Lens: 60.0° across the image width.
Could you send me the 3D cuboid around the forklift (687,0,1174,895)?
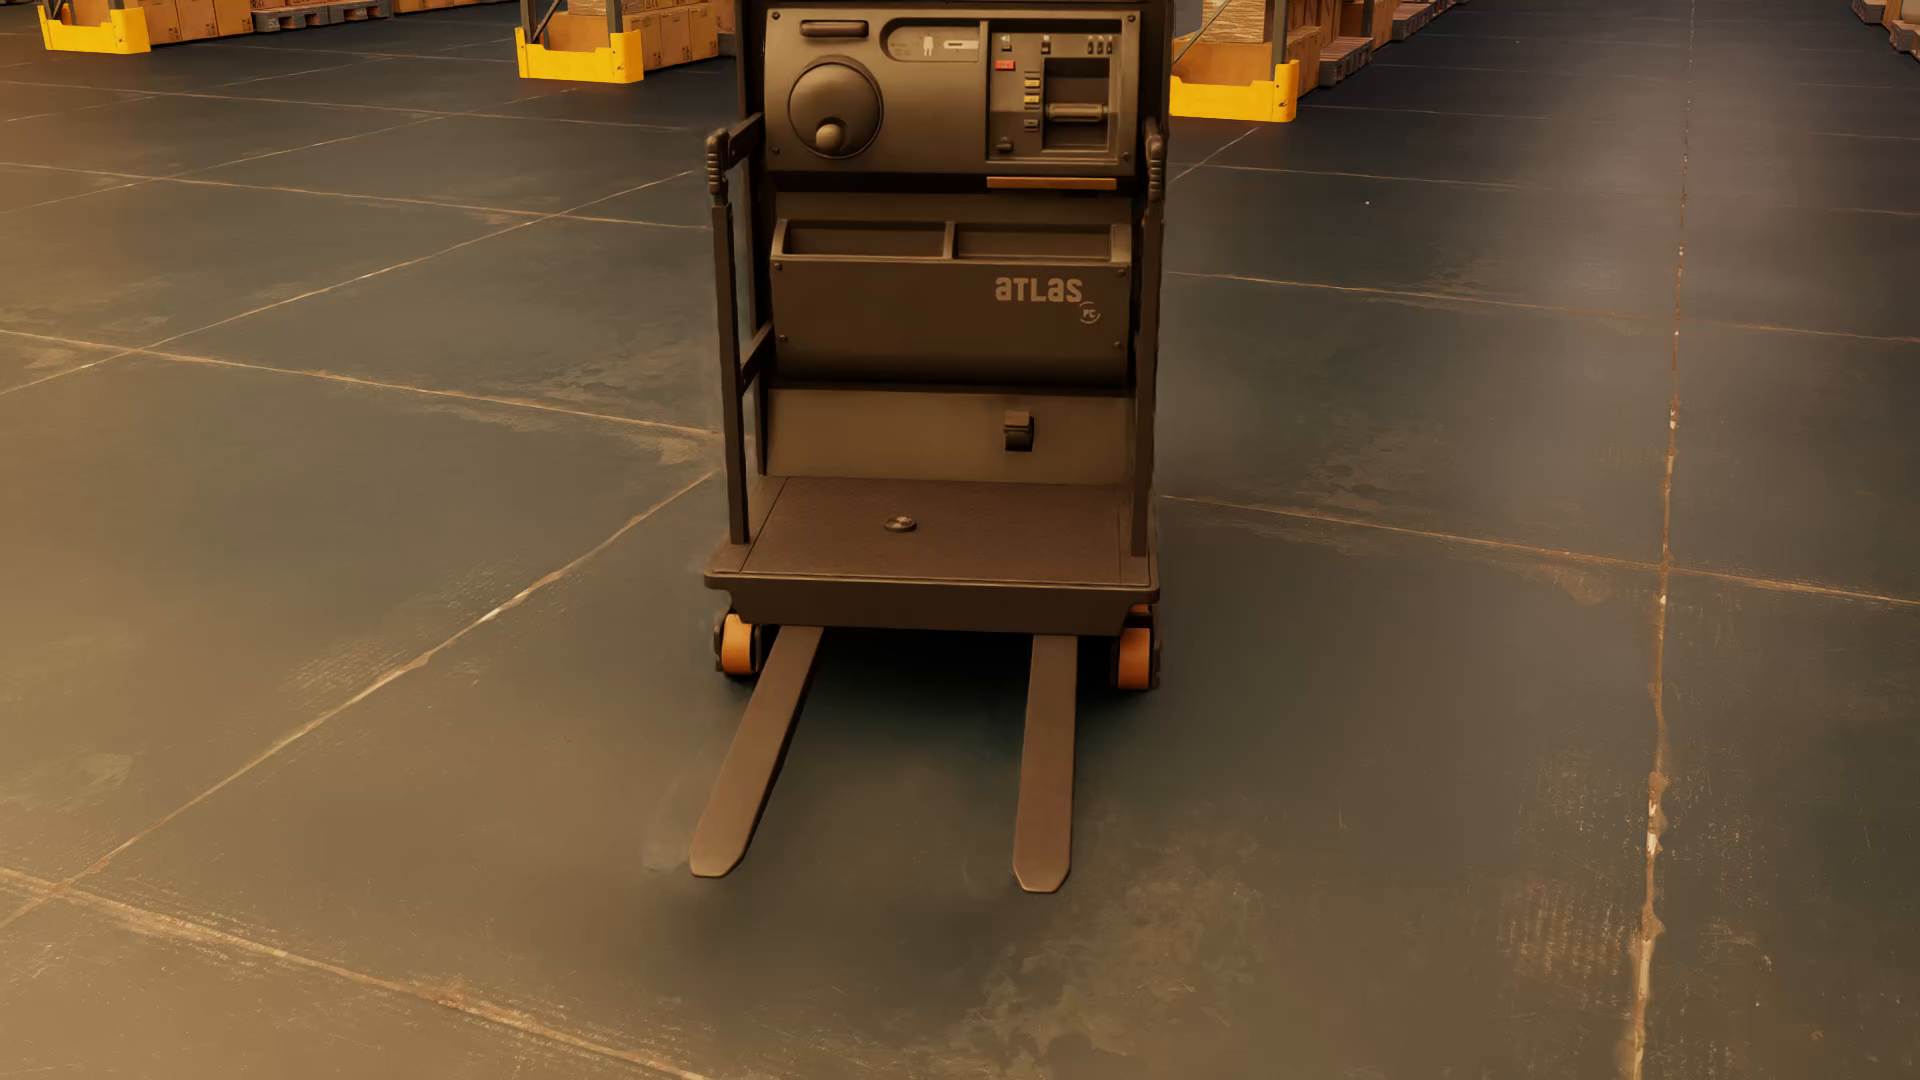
[{"bbox_3d":[-0.037,-1.104,3.935,1.130,2.935,3.031,2,23,4],"label":"forklift"}]
